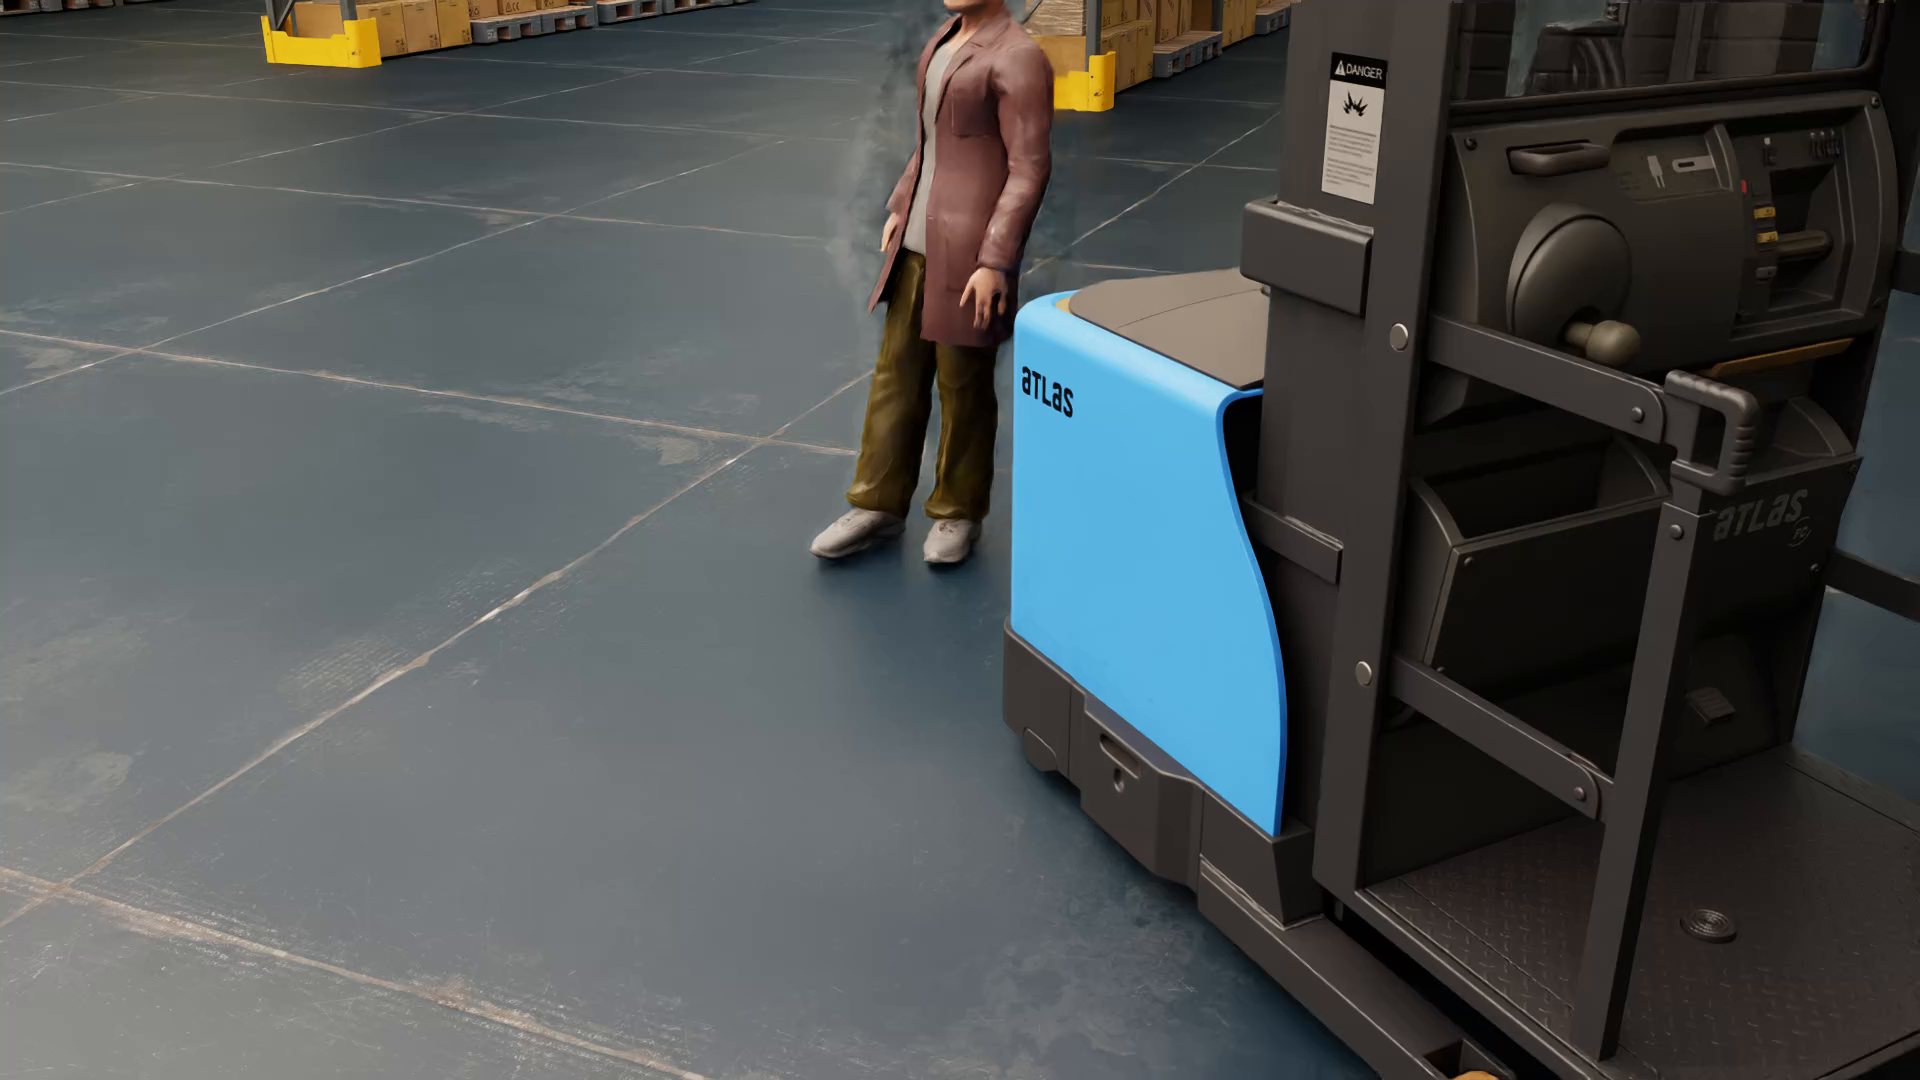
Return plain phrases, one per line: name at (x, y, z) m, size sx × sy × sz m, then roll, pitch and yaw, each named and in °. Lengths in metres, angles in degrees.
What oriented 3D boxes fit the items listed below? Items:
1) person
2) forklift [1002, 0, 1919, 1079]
person at (-0.128, -0.799, 4.683) m, size 0.671 × 1.776 × 0.700 m, roll -12°, pitch 25°, yaw -26°
forklift at (1.227, -0.464, 2.403) m, size 1.130 × 2.935 × 3.031 m, roll -11°, pitch 25°, yaw -25°
